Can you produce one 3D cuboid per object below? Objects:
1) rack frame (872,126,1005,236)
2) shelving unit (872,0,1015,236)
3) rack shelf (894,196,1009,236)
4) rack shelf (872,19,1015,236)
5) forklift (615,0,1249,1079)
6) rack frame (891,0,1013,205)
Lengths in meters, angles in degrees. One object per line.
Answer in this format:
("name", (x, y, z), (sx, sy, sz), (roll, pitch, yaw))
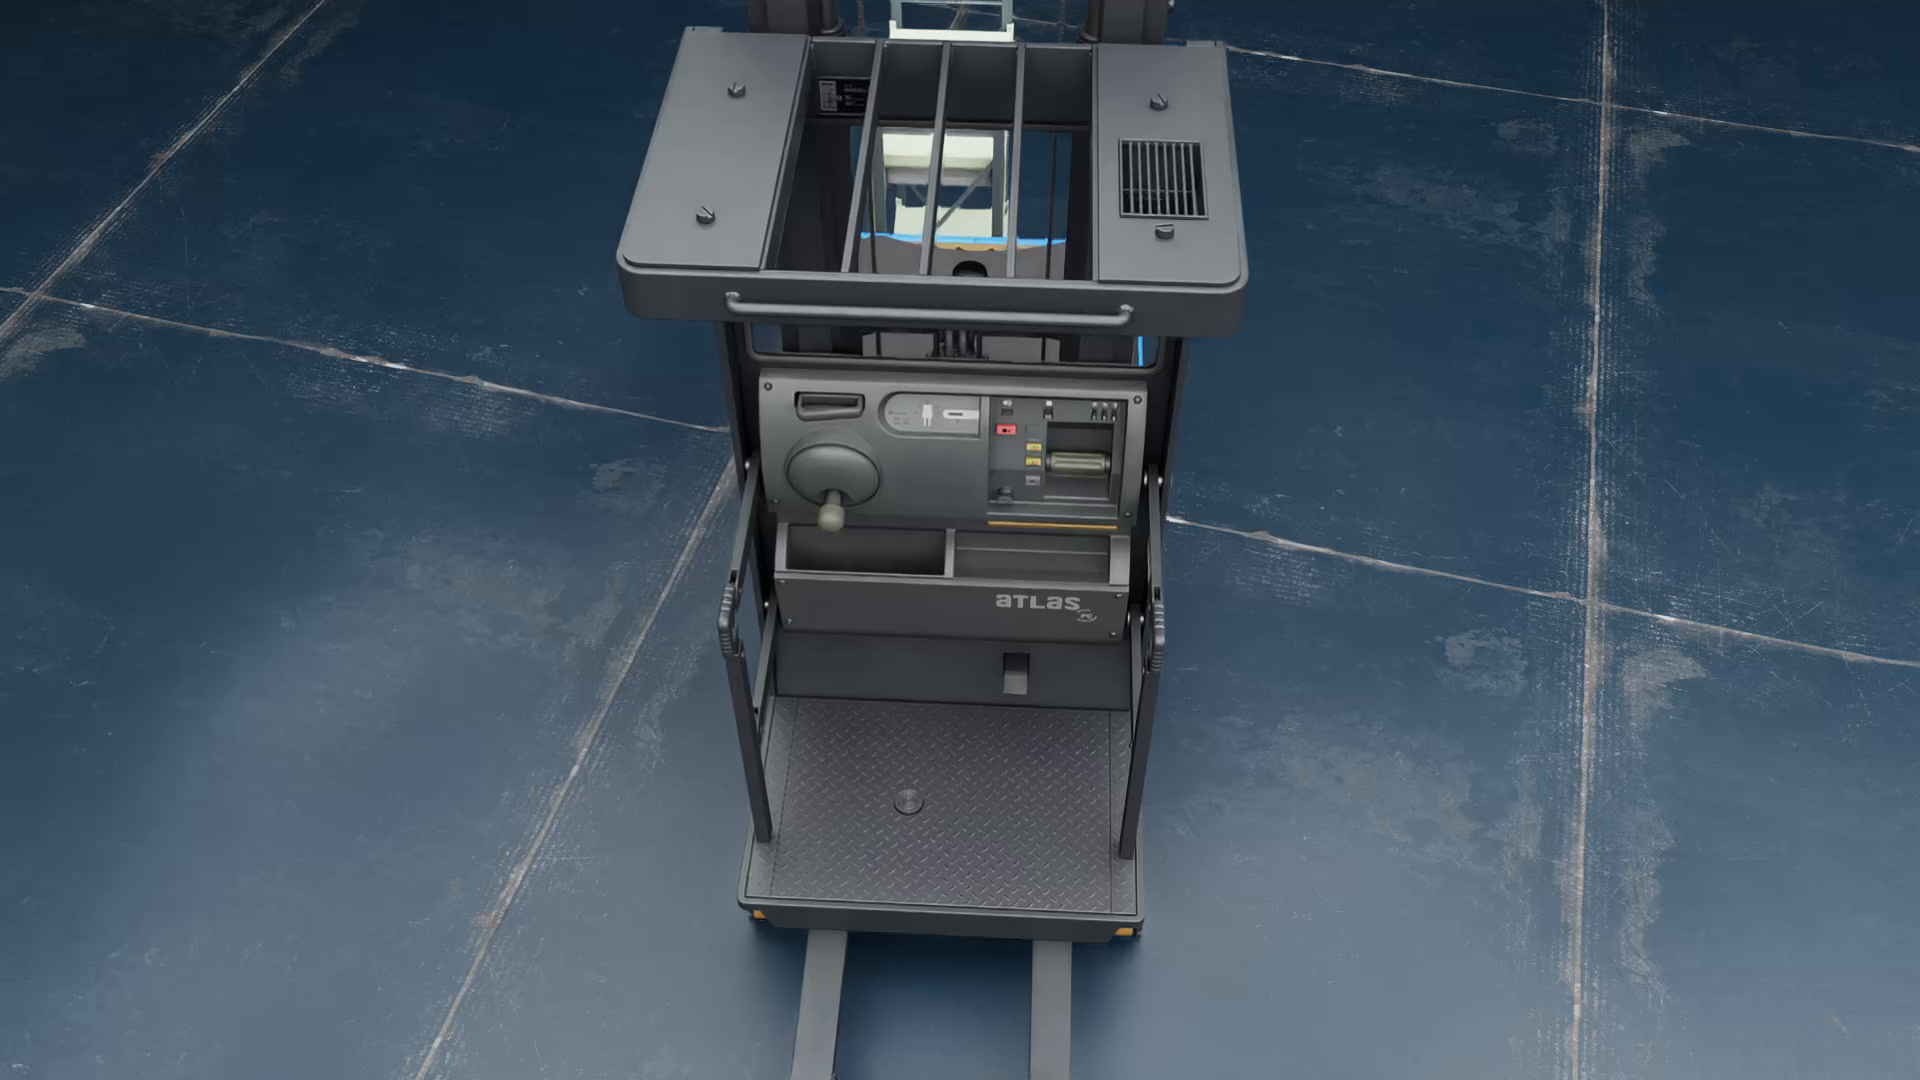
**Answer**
("rack frame", (-0.065, -0.792, 5.449), (0.400, 1.500, 0.023), (2, 49, 2))
("shelving unit", (-0.046, -1.066, 5.691), (0.431, 1.500, 0.755), (2, 49, 2))
("rack shelf", (-0.046, -0.851, 5.935), (0.431, 0.370, 0.720), (2, 49, 2))
("rack shelf", (-0.046, -1.324, 5.398), (0.431, 0.370, 0.720), (2, 49, 2))
("forklift", (-0.029, -0.104, 3.887), (1.130, 2.935, 3.031), (2, 49, 2))
("rack frame", (-0.027, -1.340, 5.933), (0.400, 1.500, 0.023), (2, 49, 2))
